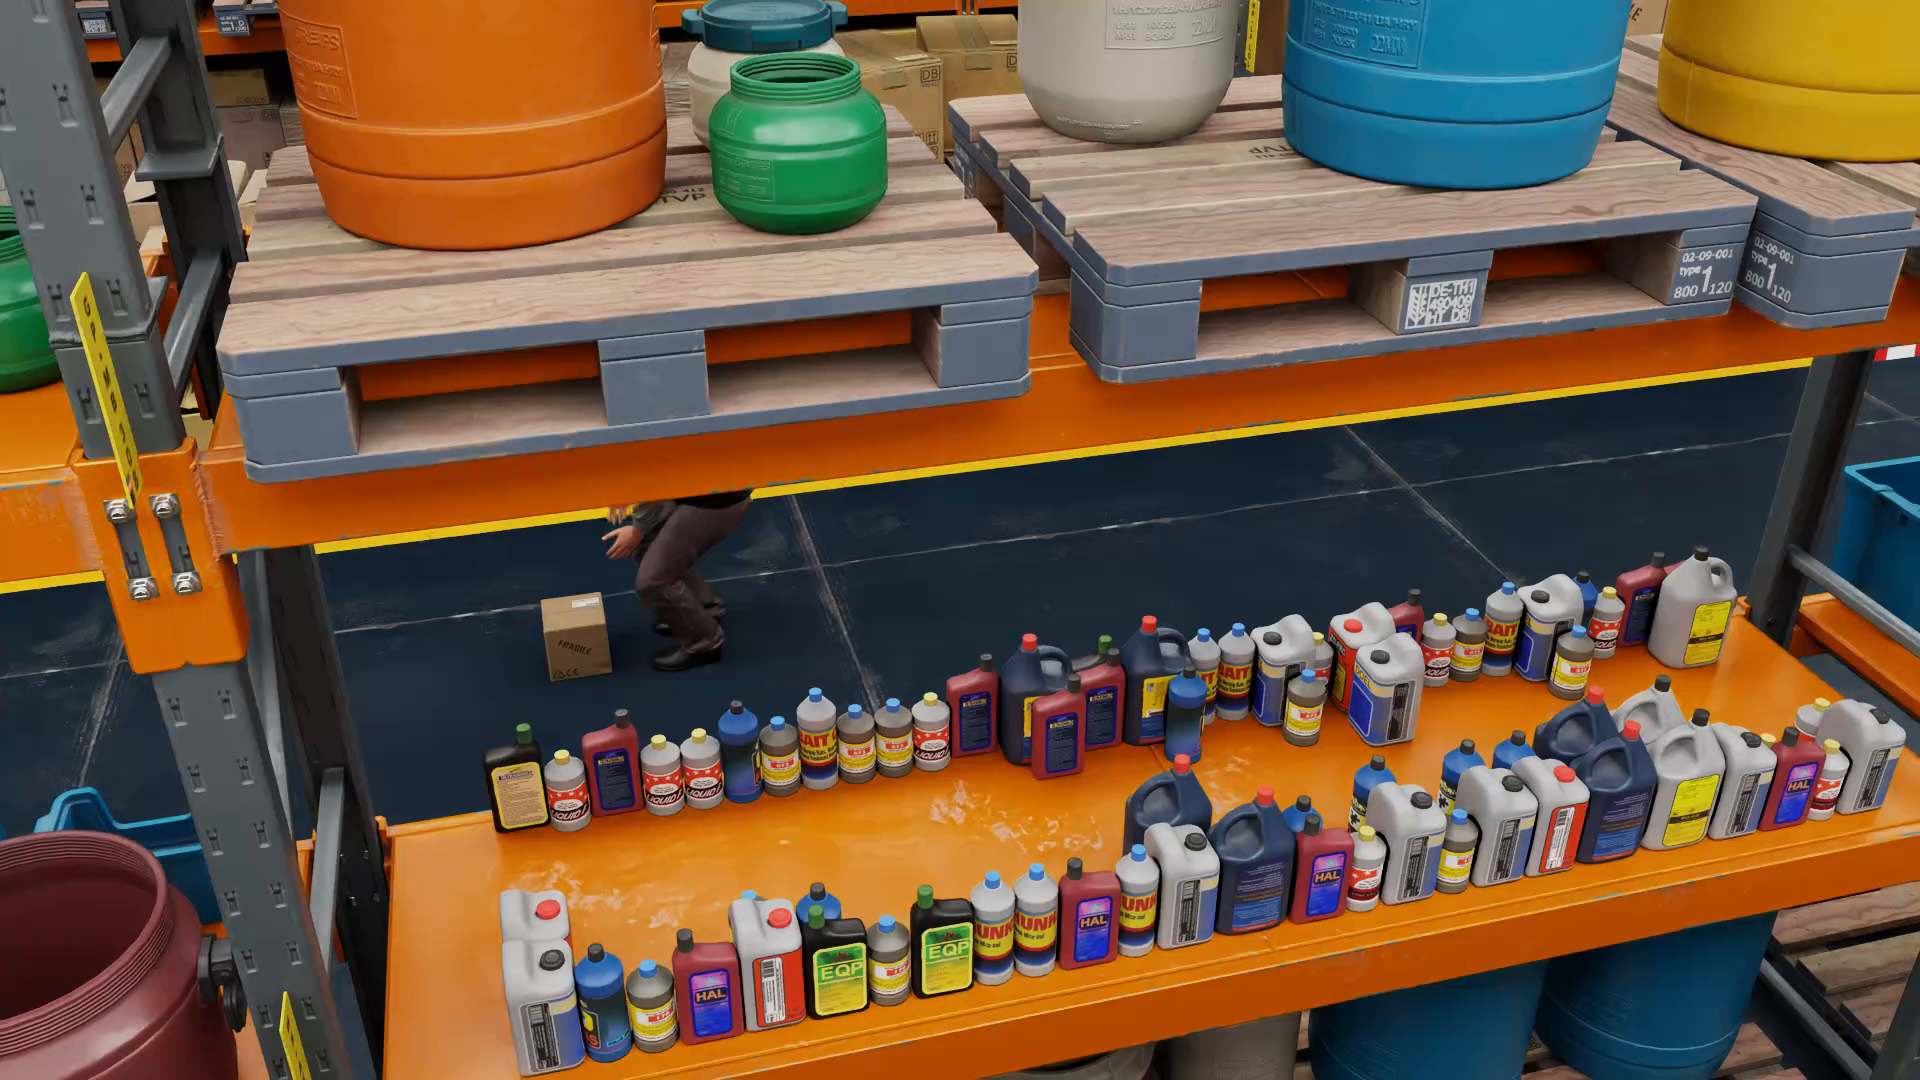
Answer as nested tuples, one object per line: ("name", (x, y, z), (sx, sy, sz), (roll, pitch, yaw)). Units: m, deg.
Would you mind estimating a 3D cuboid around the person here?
("person", (-1.159, -0.163, 6.704), (0.670, 1.461, 0.590), (-8, 31, -13))
